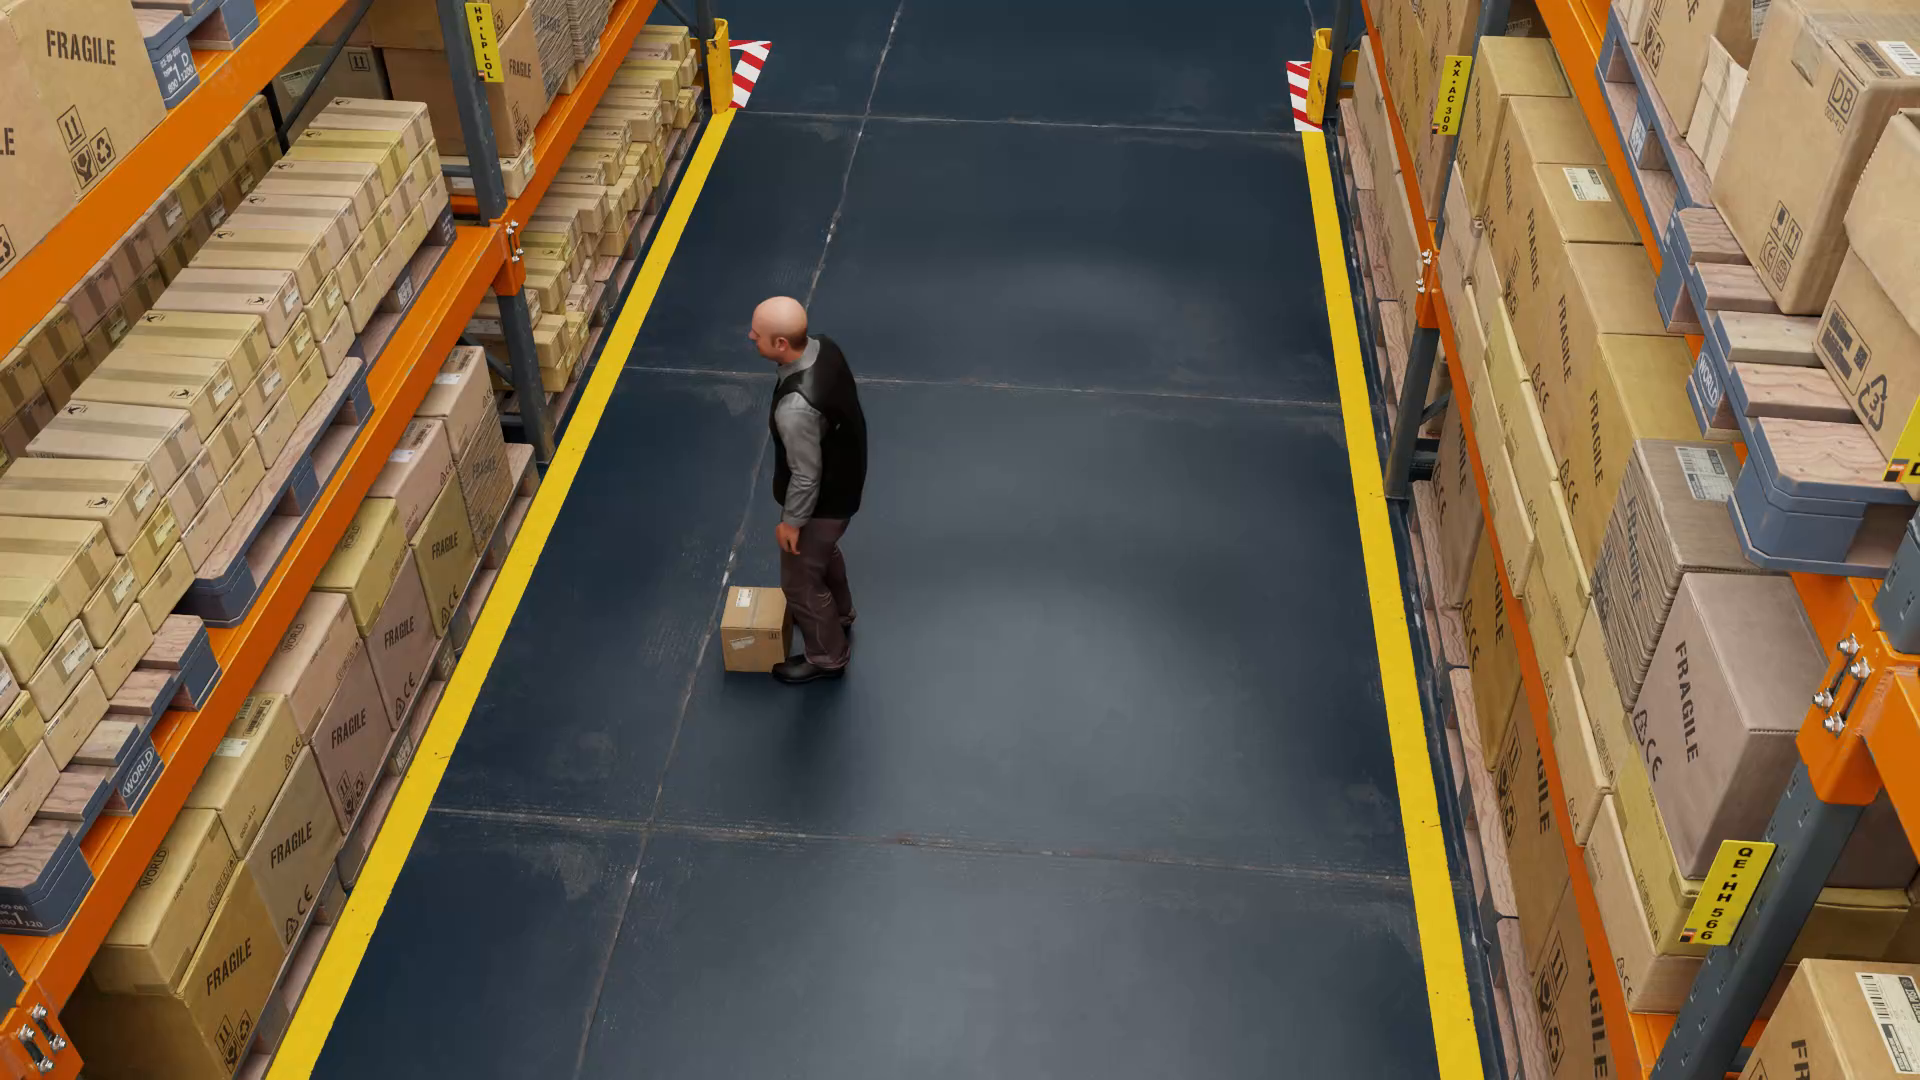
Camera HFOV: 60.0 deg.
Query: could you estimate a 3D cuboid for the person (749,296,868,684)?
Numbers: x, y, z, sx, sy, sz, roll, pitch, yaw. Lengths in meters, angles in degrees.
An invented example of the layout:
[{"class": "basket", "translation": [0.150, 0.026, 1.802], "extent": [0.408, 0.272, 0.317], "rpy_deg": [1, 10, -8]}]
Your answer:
[{"class": "person", "translation": [-0.557, -0.189, 6.401], "extent": [0.419, 1.721, 0.581], "rpy_deg": [3, 40, 4]}]
